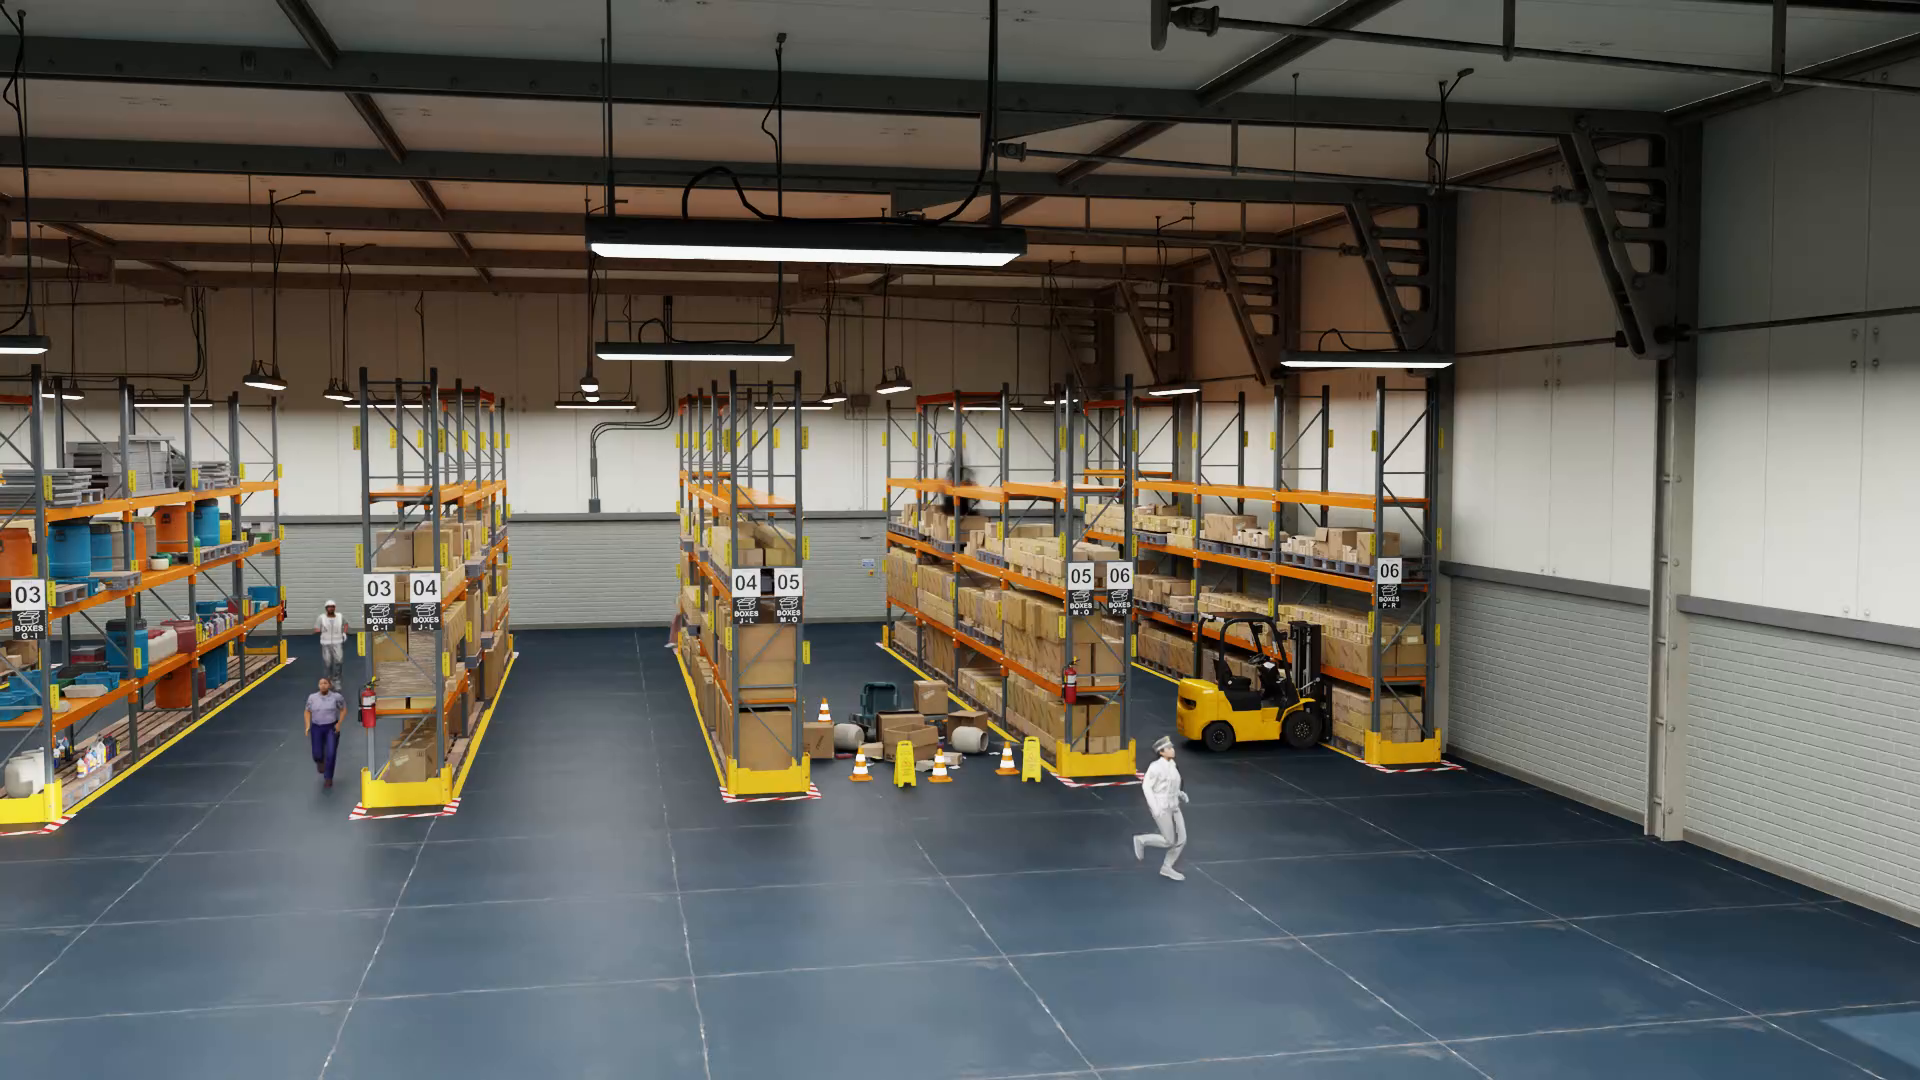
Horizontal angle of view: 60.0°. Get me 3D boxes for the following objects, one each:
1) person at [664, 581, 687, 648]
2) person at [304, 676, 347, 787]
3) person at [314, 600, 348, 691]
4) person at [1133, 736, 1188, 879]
[{"bbox_3d":[-6.669,1.908,40.153,0.918,1.416,0.603,-1,4,-20],"label":"person"},{"bbox_3d":[-9.260,2.772,24.285,0.578,1.602,0.580,-1,4,-14],"label":"person"},{"bbox_3d":[-12.630,2.125,33.440,0.659,1.828,0.716,-1,4,-23],"label":"person"},{"bbox_3d":[2.318,3.049,19.090,0.588,1.637,0.622,3,4,38],"label":"person"}]
